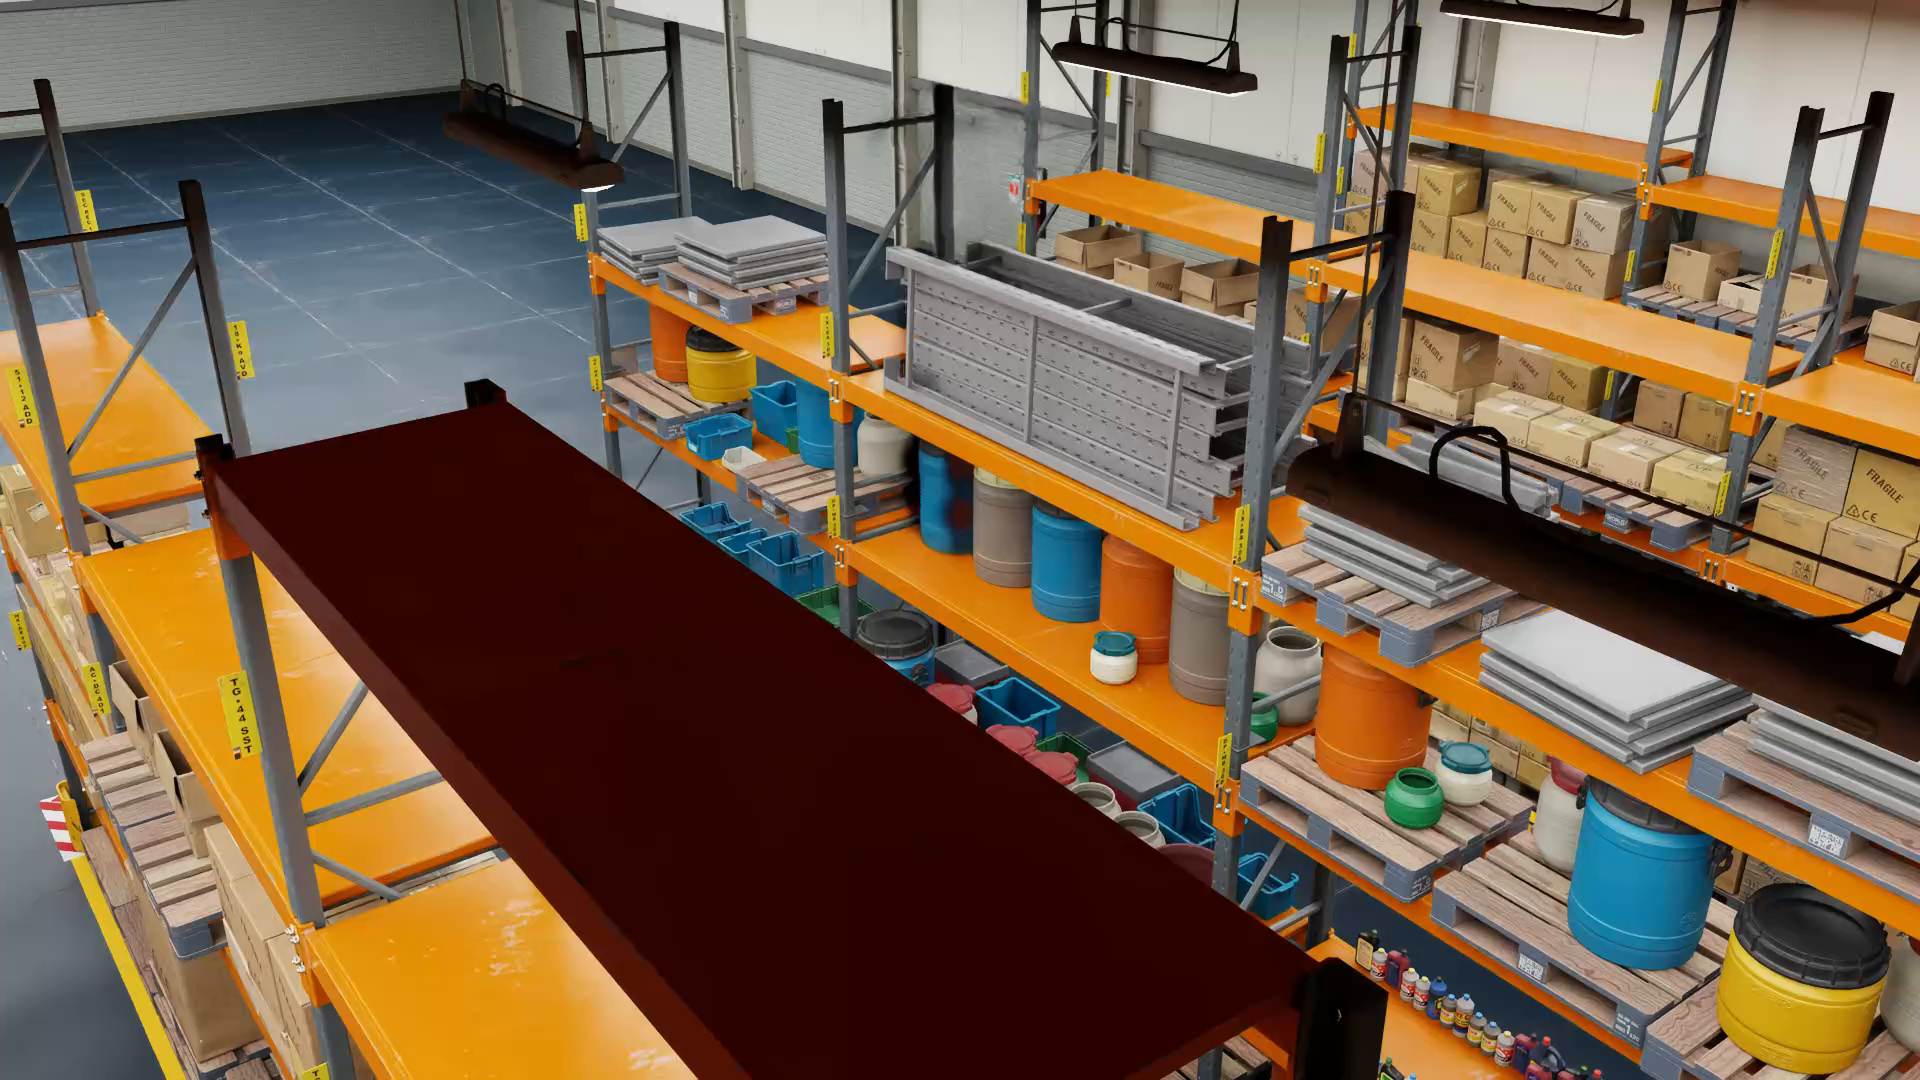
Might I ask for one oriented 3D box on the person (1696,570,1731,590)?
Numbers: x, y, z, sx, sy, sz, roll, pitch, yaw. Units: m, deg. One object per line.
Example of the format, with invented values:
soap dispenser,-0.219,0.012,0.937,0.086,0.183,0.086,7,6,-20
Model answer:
person,6.621,0.972,14.776,0.608,1.809,0.909,-17,30,-32
